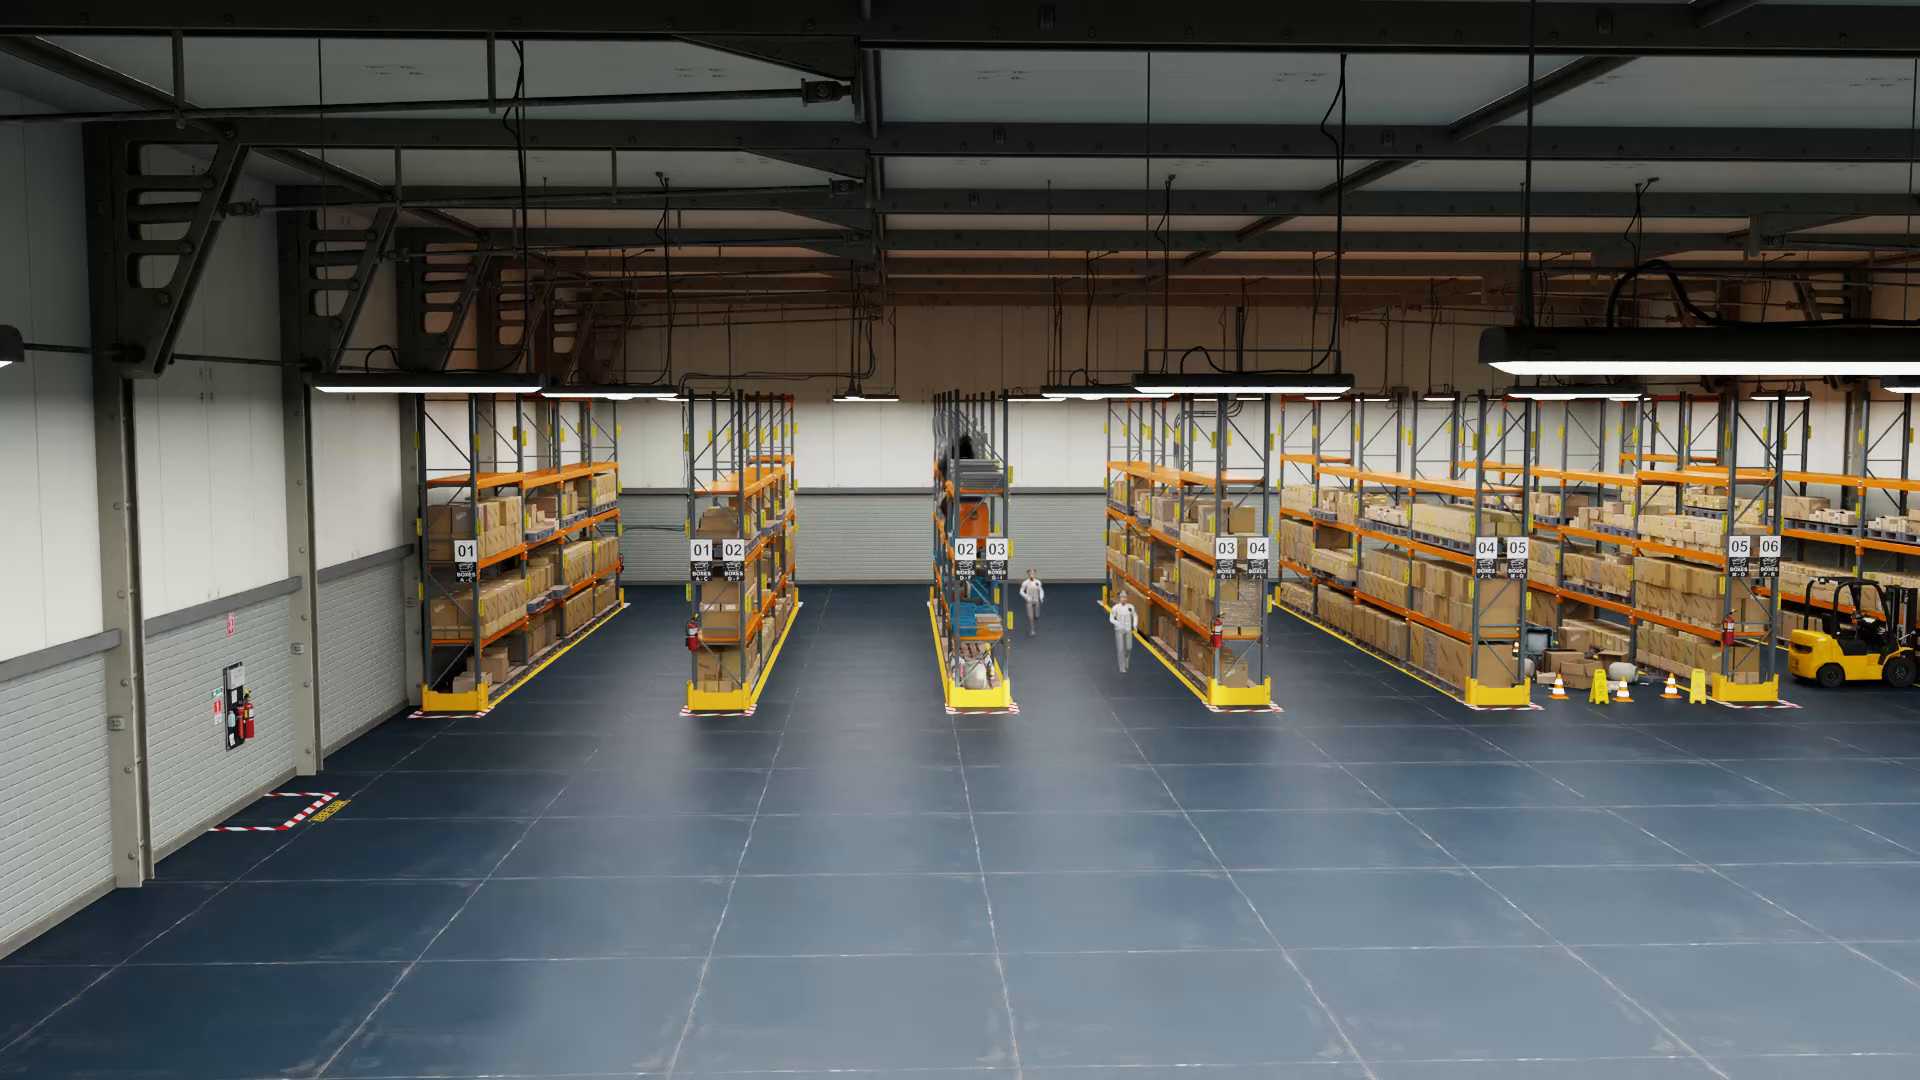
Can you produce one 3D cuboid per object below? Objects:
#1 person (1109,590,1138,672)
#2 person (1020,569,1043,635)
[{"bbox_3d":[3.337,1.856,33.739,0.605,1.676,0.529,0,5,-3],"label":"person"},{"bbox_3d":[1.796,1.533,41.401,0.616,1.659,0.531,-1,5,-9],"label":"person"}]
